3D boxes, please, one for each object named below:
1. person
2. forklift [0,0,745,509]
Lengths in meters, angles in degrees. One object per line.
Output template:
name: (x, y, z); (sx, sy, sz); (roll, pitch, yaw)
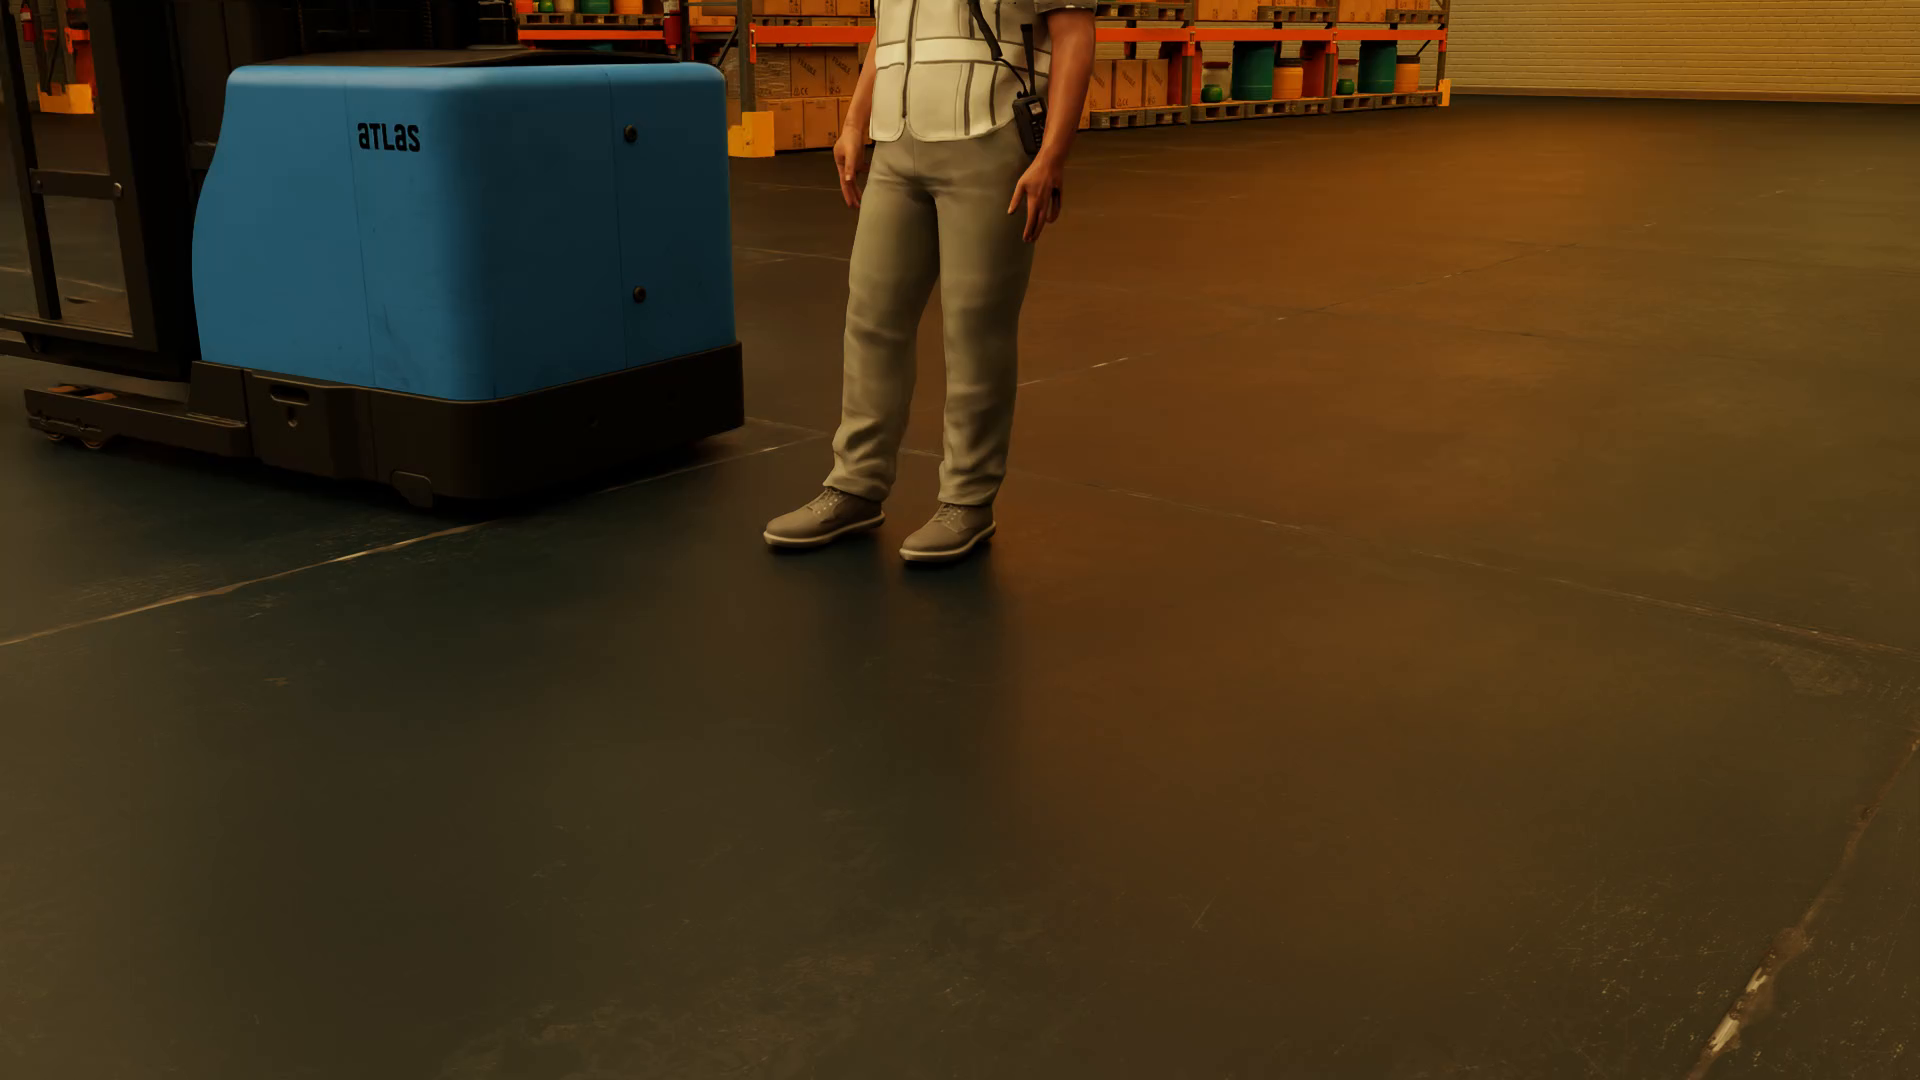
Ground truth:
person: (-0.058, -0.845, 3.630); (0.641, 1.781, 0.574); (13, 21, 37)
forklift: (-2.144, -1.780, 4.759); (3.031, 2.935, 1.130); (10, 20, 30)
